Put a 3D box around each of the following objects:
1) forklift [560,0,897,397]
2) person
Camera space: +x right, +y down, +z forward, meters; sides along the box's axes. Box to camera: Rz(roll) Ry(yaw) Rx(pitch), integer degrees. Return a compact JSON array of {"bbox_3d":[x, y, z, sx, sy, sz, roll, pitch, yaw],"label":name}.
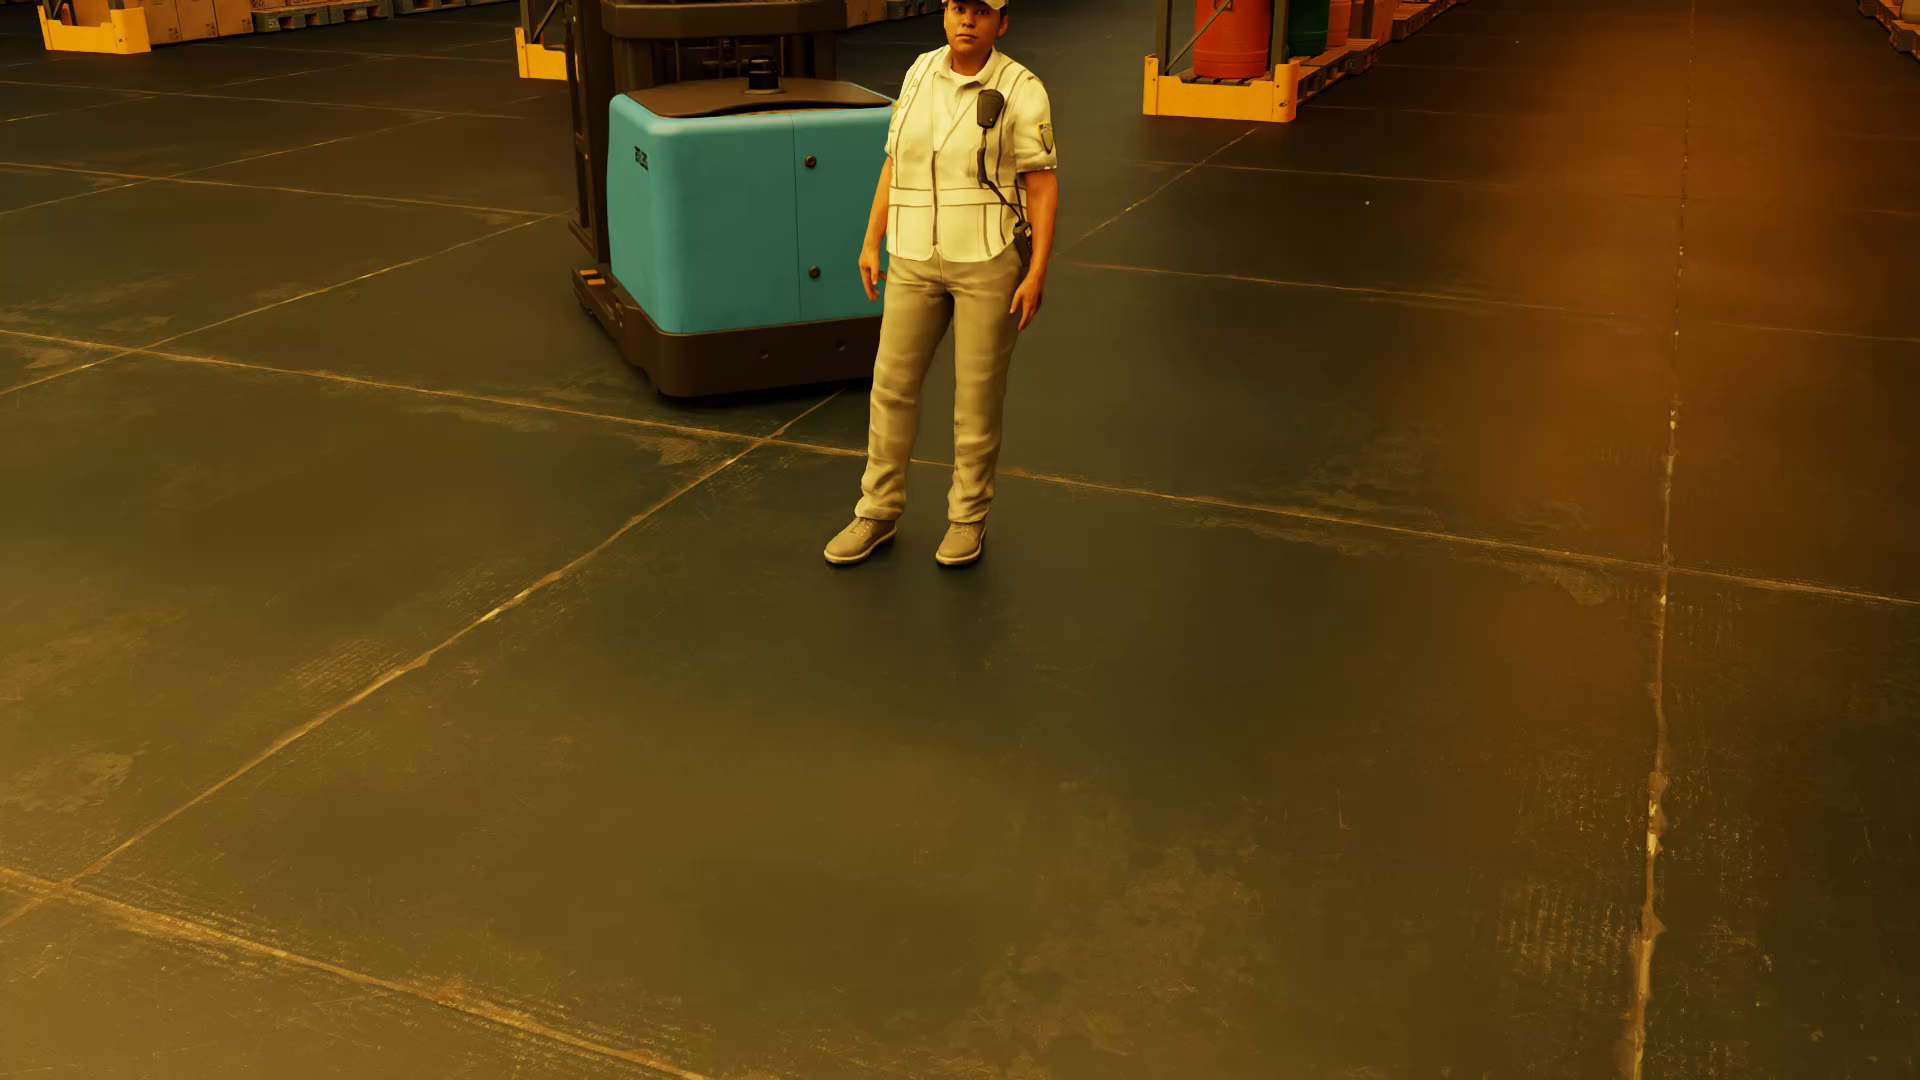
[{"bbox_3d":[-1.149,-2.419,7.081,1.130,2.935,3.031,-9,24,-20],"label":"forklift"},{"bbox_3d":[-0.051,-0.752,4.712,0.597,1.670,0.529,9,24,21],"label":"person"}]
